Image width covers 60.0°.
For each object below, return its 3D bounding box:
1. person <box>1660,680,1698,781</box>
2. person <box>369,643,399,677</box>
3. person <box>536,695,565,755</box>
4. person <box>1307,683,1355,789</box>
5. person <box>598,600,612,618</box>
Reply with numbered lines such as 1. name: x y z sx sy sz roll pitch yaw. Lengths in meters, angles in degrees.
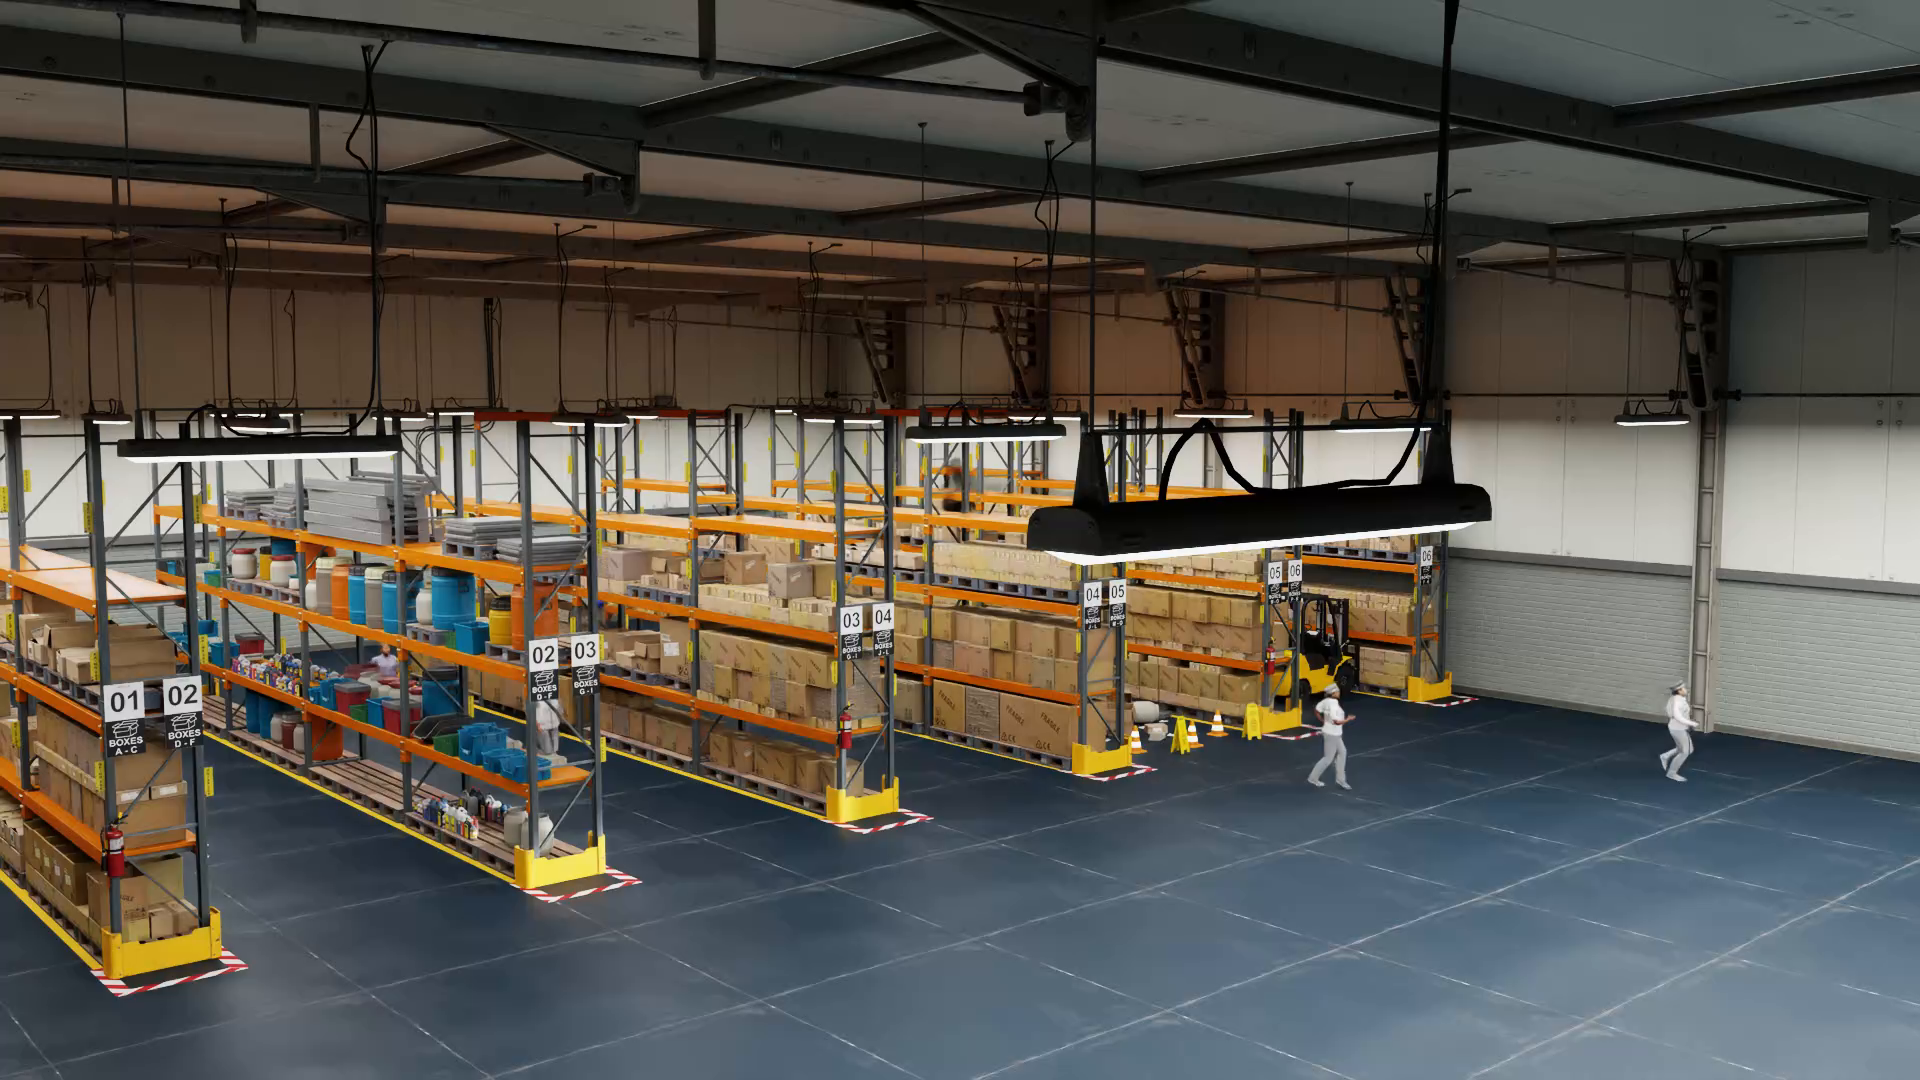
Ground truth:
1. person: 11.817 3.112 27.288 0.537 1.665 0.658 2 5 20
2. person: -10.849 2.744 31.445 0.923 1.624 0.614 4 7 42
3. person: -6.801 3.071 27.360 0.631 1.746 0.658 5 7 44
4. person: 5.933 3.147 26.589 0.742 1.755 0.560 0 5 4
5. person: -8.792 1.937 40.877 0.603 1.728 0.731 4 6 37
